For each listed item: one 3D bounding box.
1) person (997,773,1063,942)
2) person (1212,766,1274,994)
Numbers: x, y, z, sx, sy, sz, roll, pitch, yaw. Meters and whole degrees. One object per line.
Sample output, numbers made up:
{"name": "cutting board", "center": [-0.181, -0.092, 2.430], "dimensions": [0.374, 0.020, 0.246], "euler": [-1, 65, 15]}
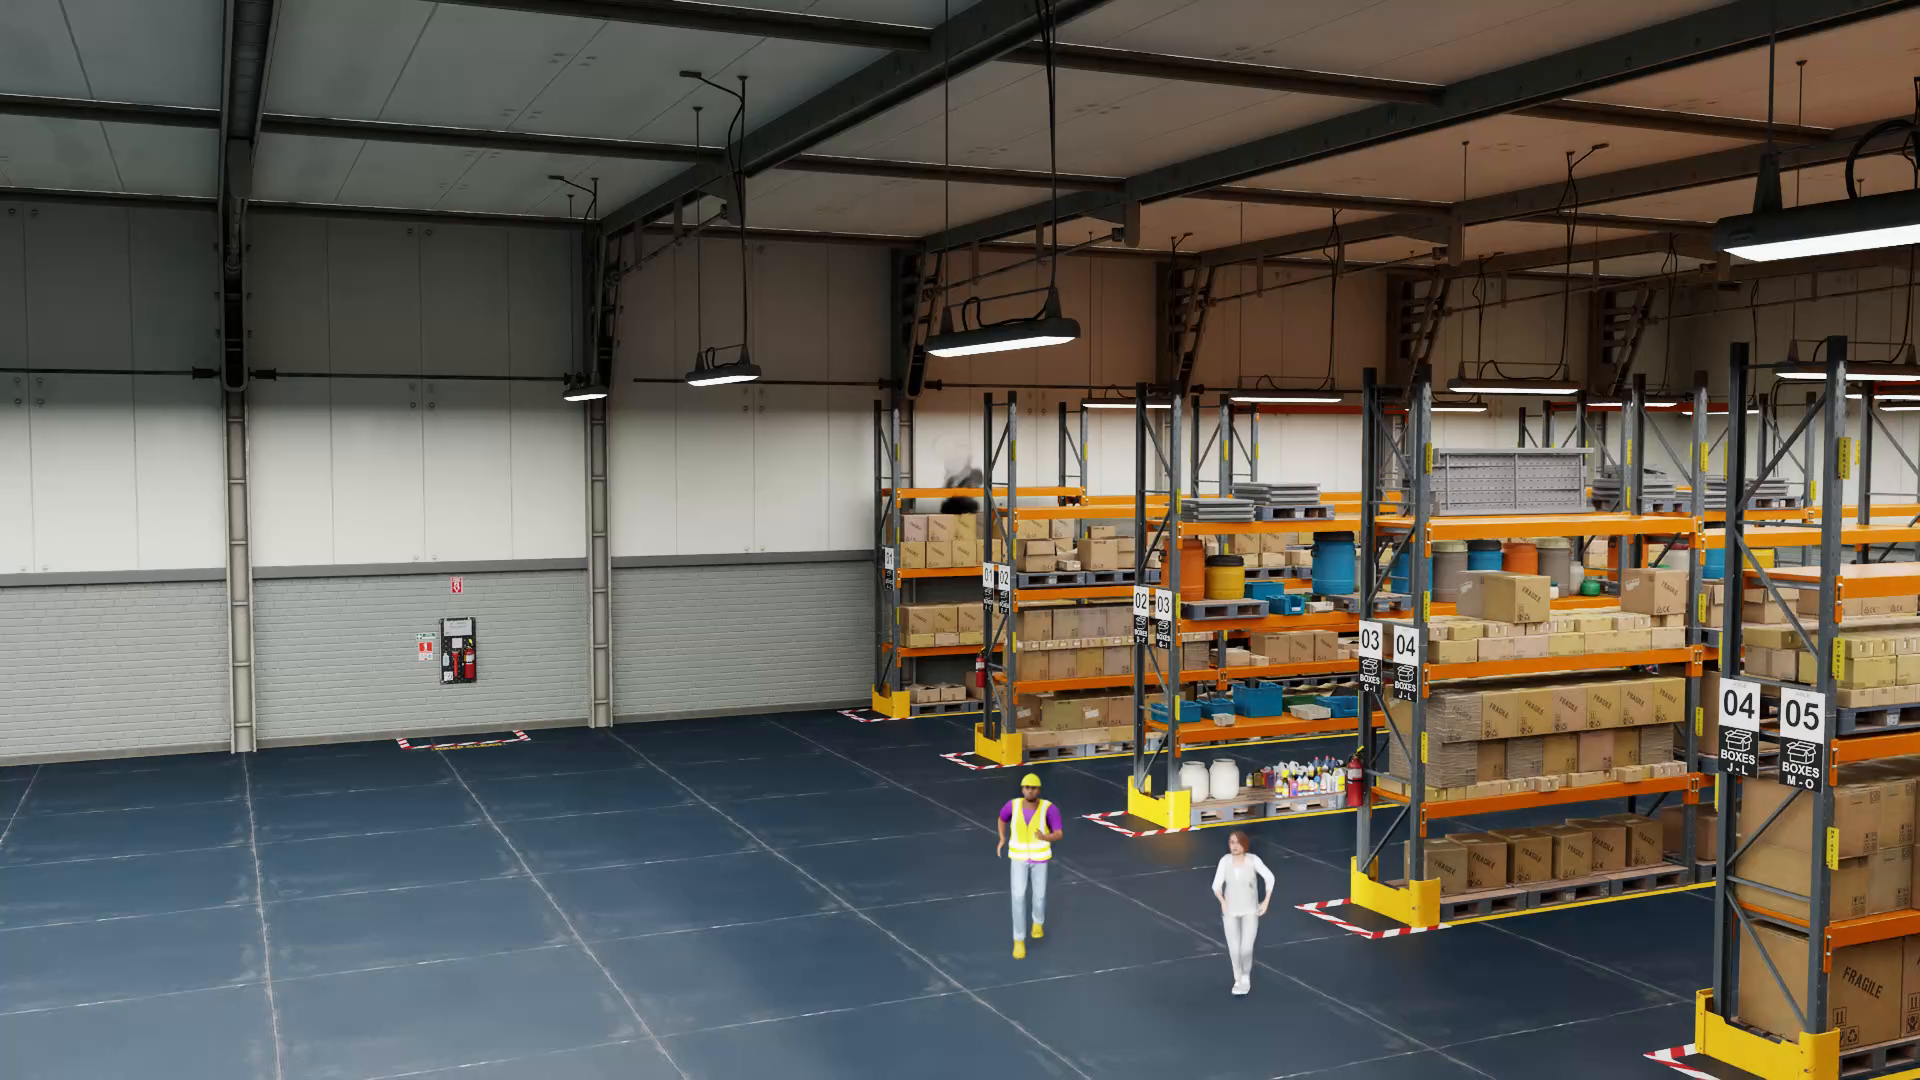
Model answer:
{"name": "person", "center": [0.716, 3.209, 16.979], "dimensions": [0.677, 1.673, 0.790], "euler": [0, 3, 4]}
{"name": "person", "center": [3.502, 3.241, 19.577], "dimensions": [1.733, 1.557, 8.936], "euler": [1, 4, 20]}
